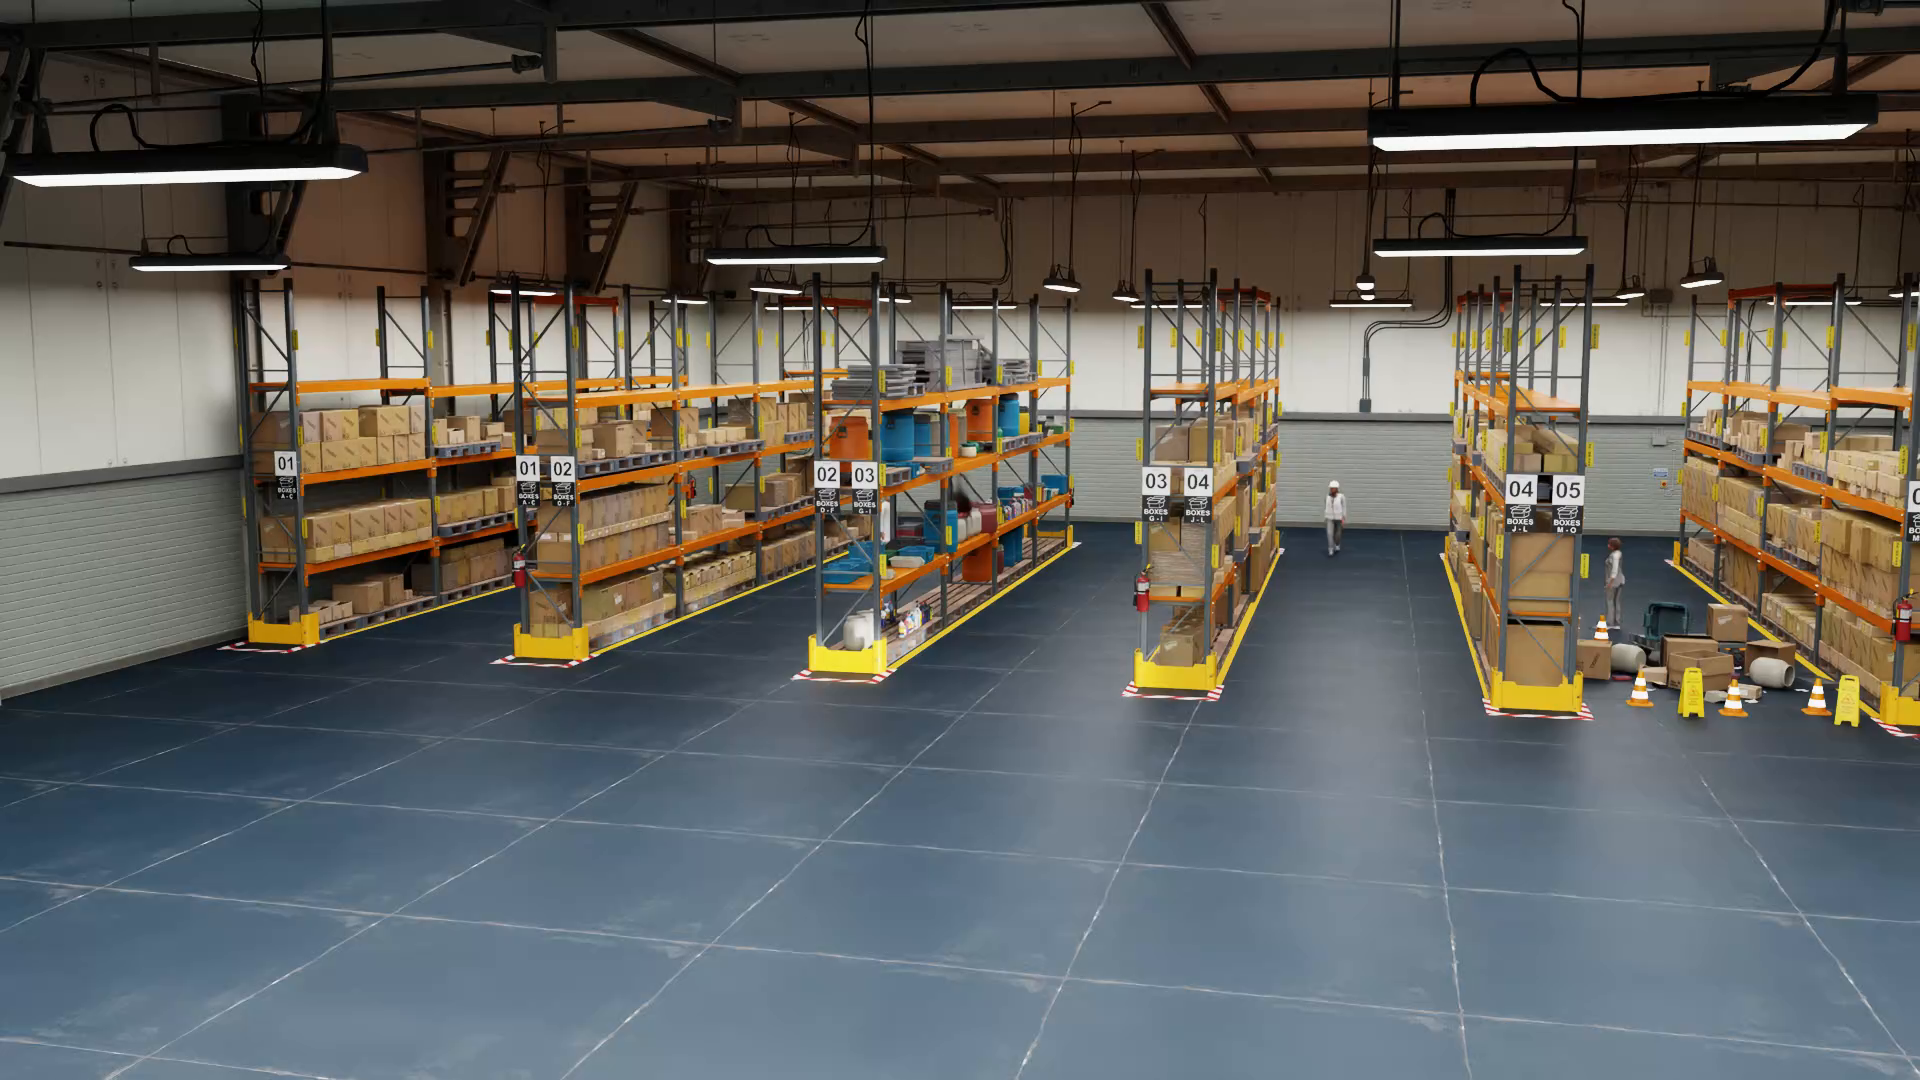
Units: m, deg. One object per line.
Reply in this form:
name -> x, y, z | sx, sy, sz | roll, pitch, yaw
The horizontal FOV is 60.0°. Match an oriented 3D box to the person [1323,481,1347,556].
person -> 8.784, -0.514, 38.933 | 0.524, 1.733, 1.066 | 1, 7, 10

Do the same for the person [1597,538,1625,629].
person -> 11.365, 0.754, 28.939 | 0.478, 1.602, 0.359 | -6, 9, -43

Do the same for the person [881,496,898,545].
person -> -1.451, -0.173, 35.858 | 0.595, 1.801, 0.623 | 3, 8, 27
